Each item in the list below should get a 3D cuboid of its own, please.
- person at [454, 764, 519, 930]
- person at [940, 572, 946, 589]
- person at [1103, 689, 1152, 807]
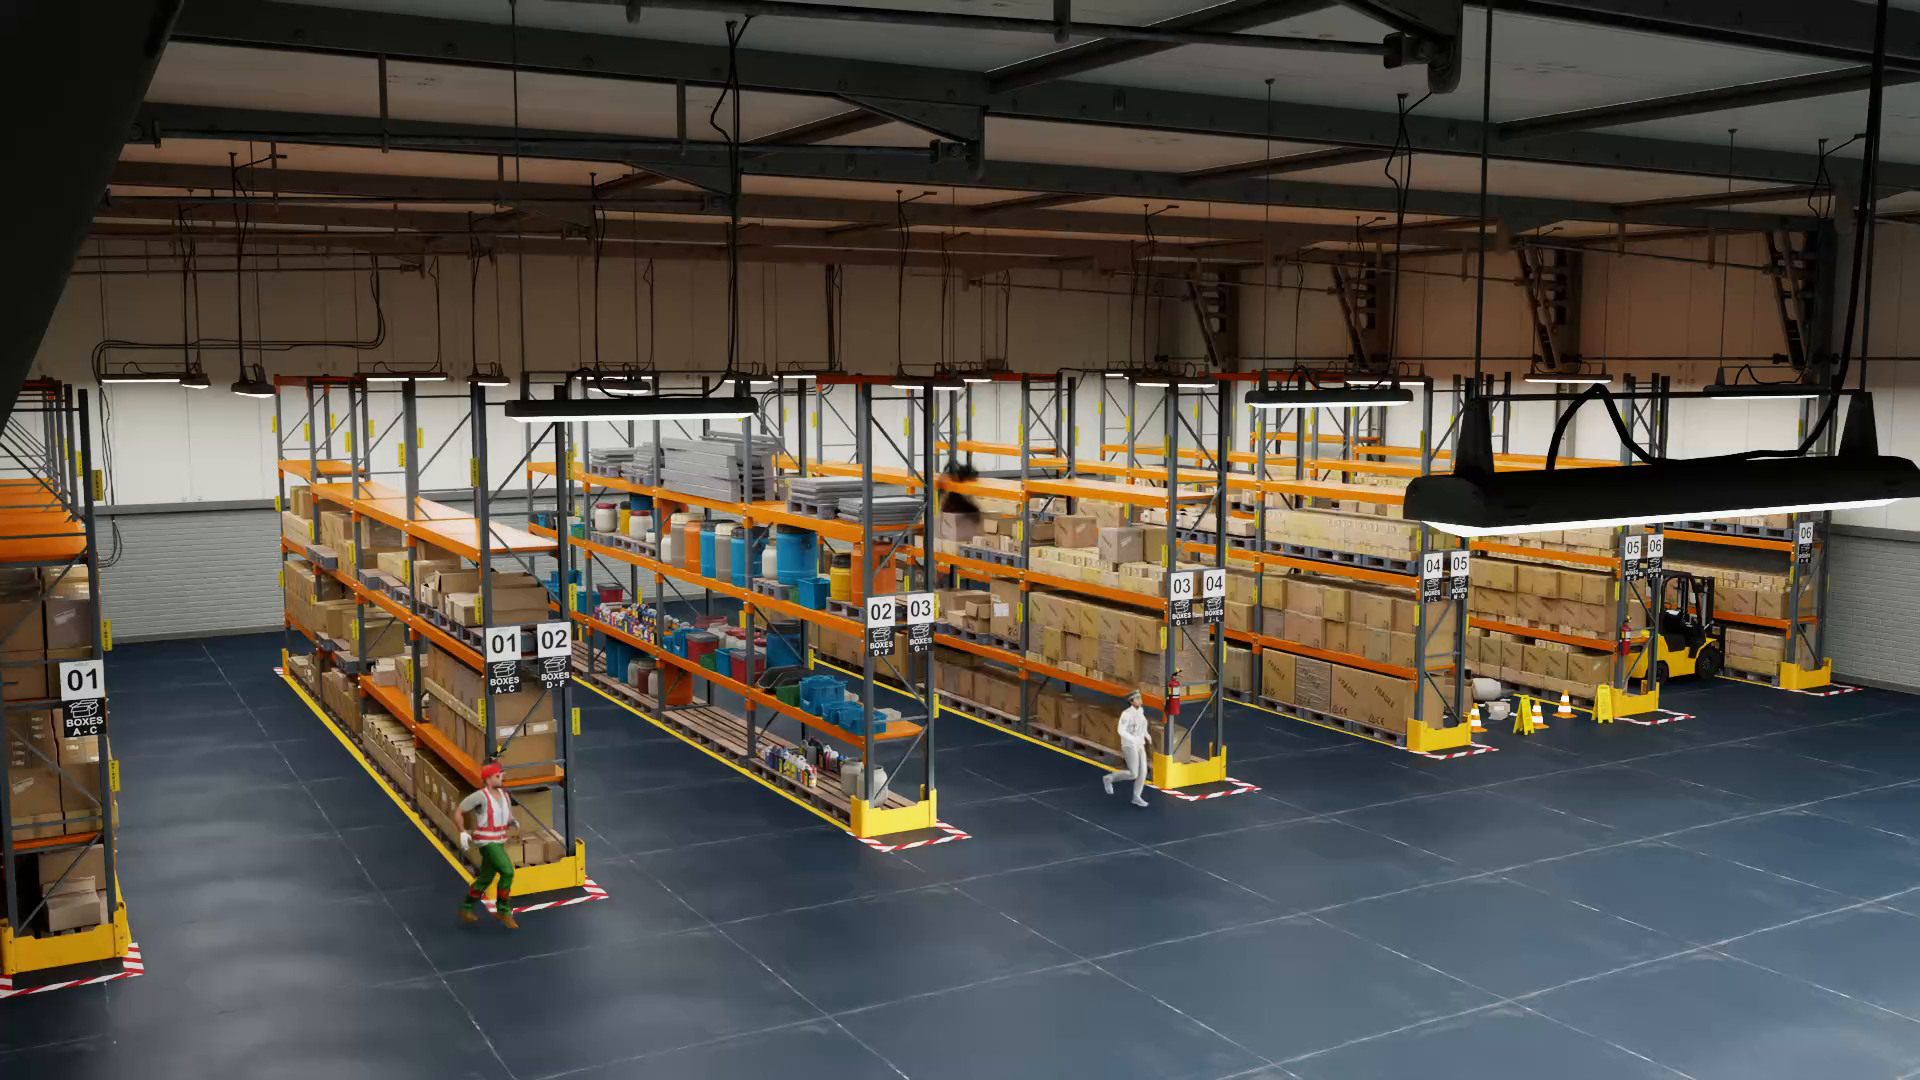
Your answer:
[{"bbox_3d":[-5.219,3.407,18.626,0.782,1.769,0.688,2,7,16],"label":"person"},{"bbox_3d":[-0.499,0.867,42.072,0.803,1.768,0.643,-4,7,-31],"label":"person"},{"bbox_3d":[2.424,2.930,23.688,0.697,1.687,0.628,5,8,36],"label":"person"}]
